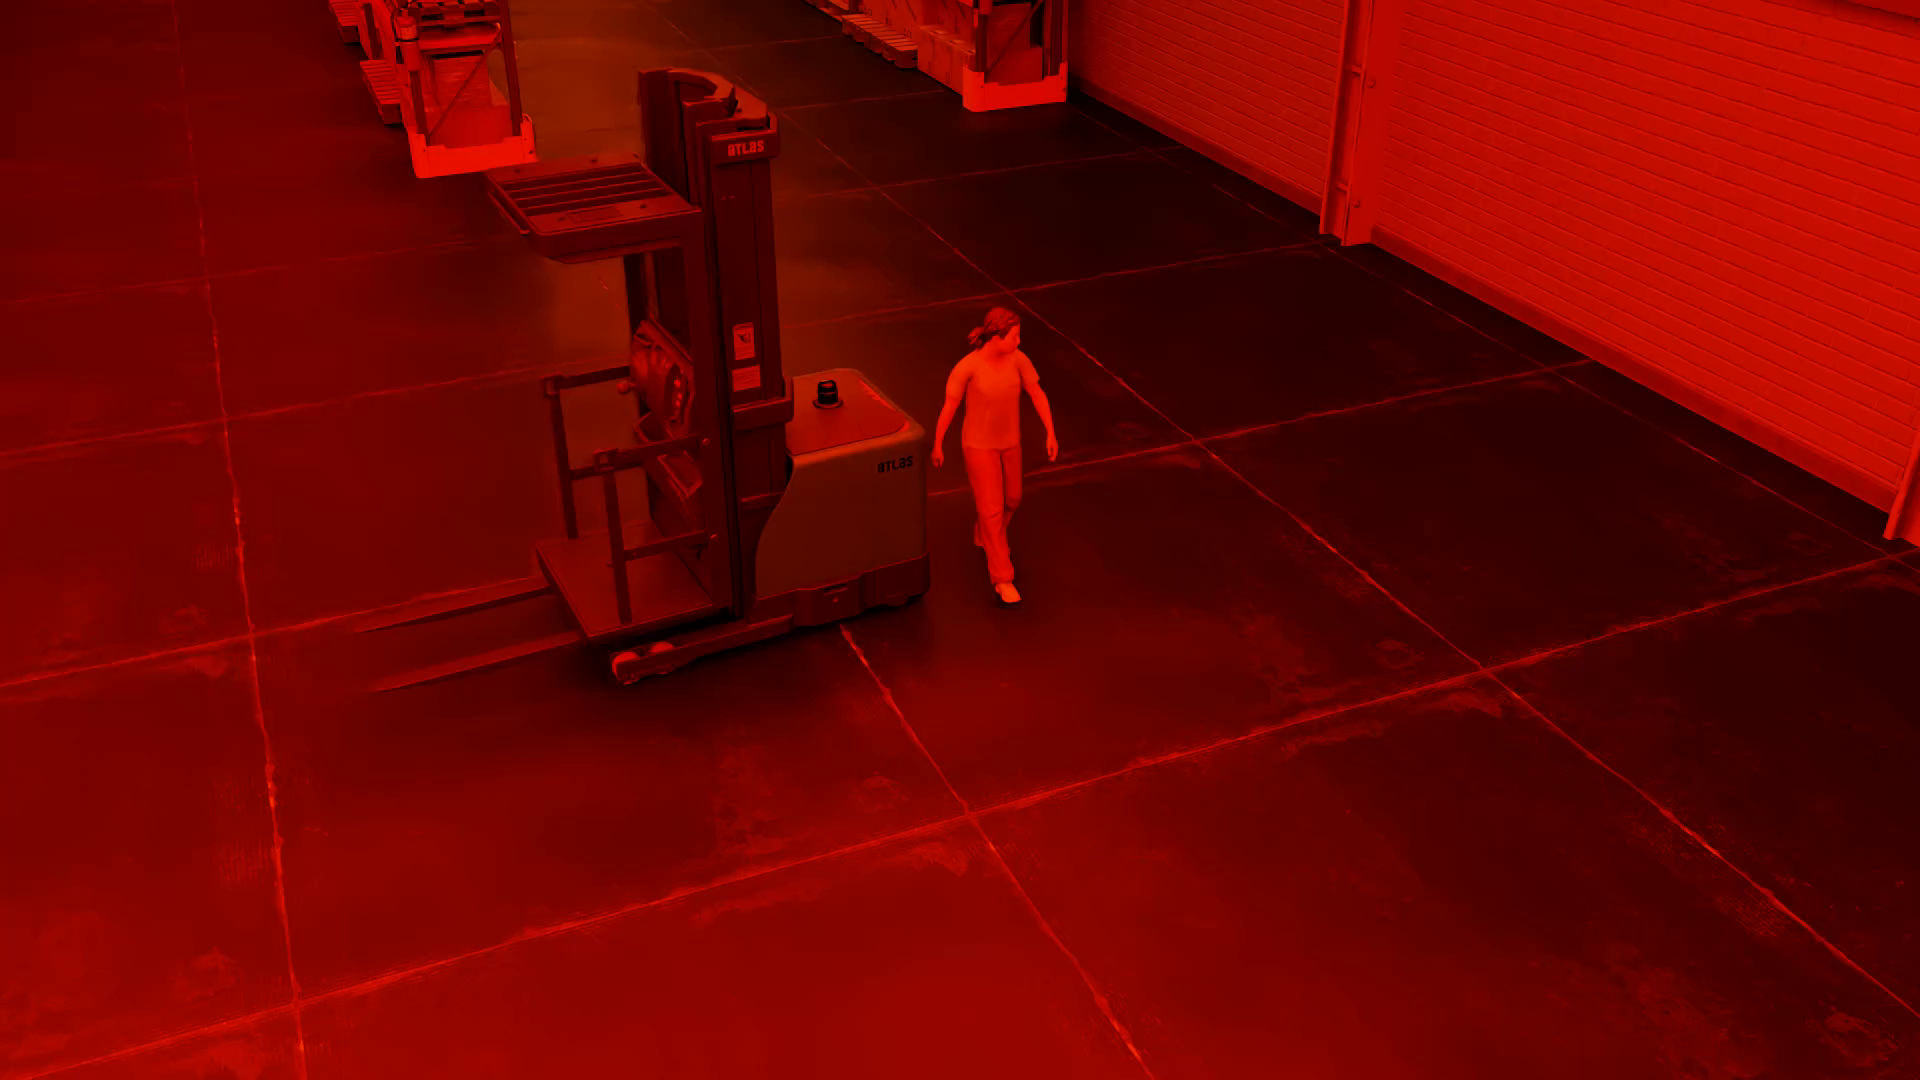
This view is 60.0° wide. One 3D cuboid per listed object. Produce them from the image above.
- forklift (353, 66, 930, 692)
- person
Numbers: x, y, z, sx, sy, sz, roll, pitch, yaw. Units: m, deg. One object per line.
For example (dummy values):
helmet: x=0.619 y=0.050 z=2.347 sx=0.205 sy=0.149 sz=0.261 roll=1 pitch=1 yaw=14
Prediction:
forklift: x=-1.721 y=-0.815 z=8.546 sx=3.031 sy=2.935 sz=1.130 roll=-14 pitch=33 yaw=-23
person: x=0.224 y=-0.499 z=9.313 sx=0.645 sy=1.619 sz=0.814 roll=-18 pitch=34 yaw=-28
